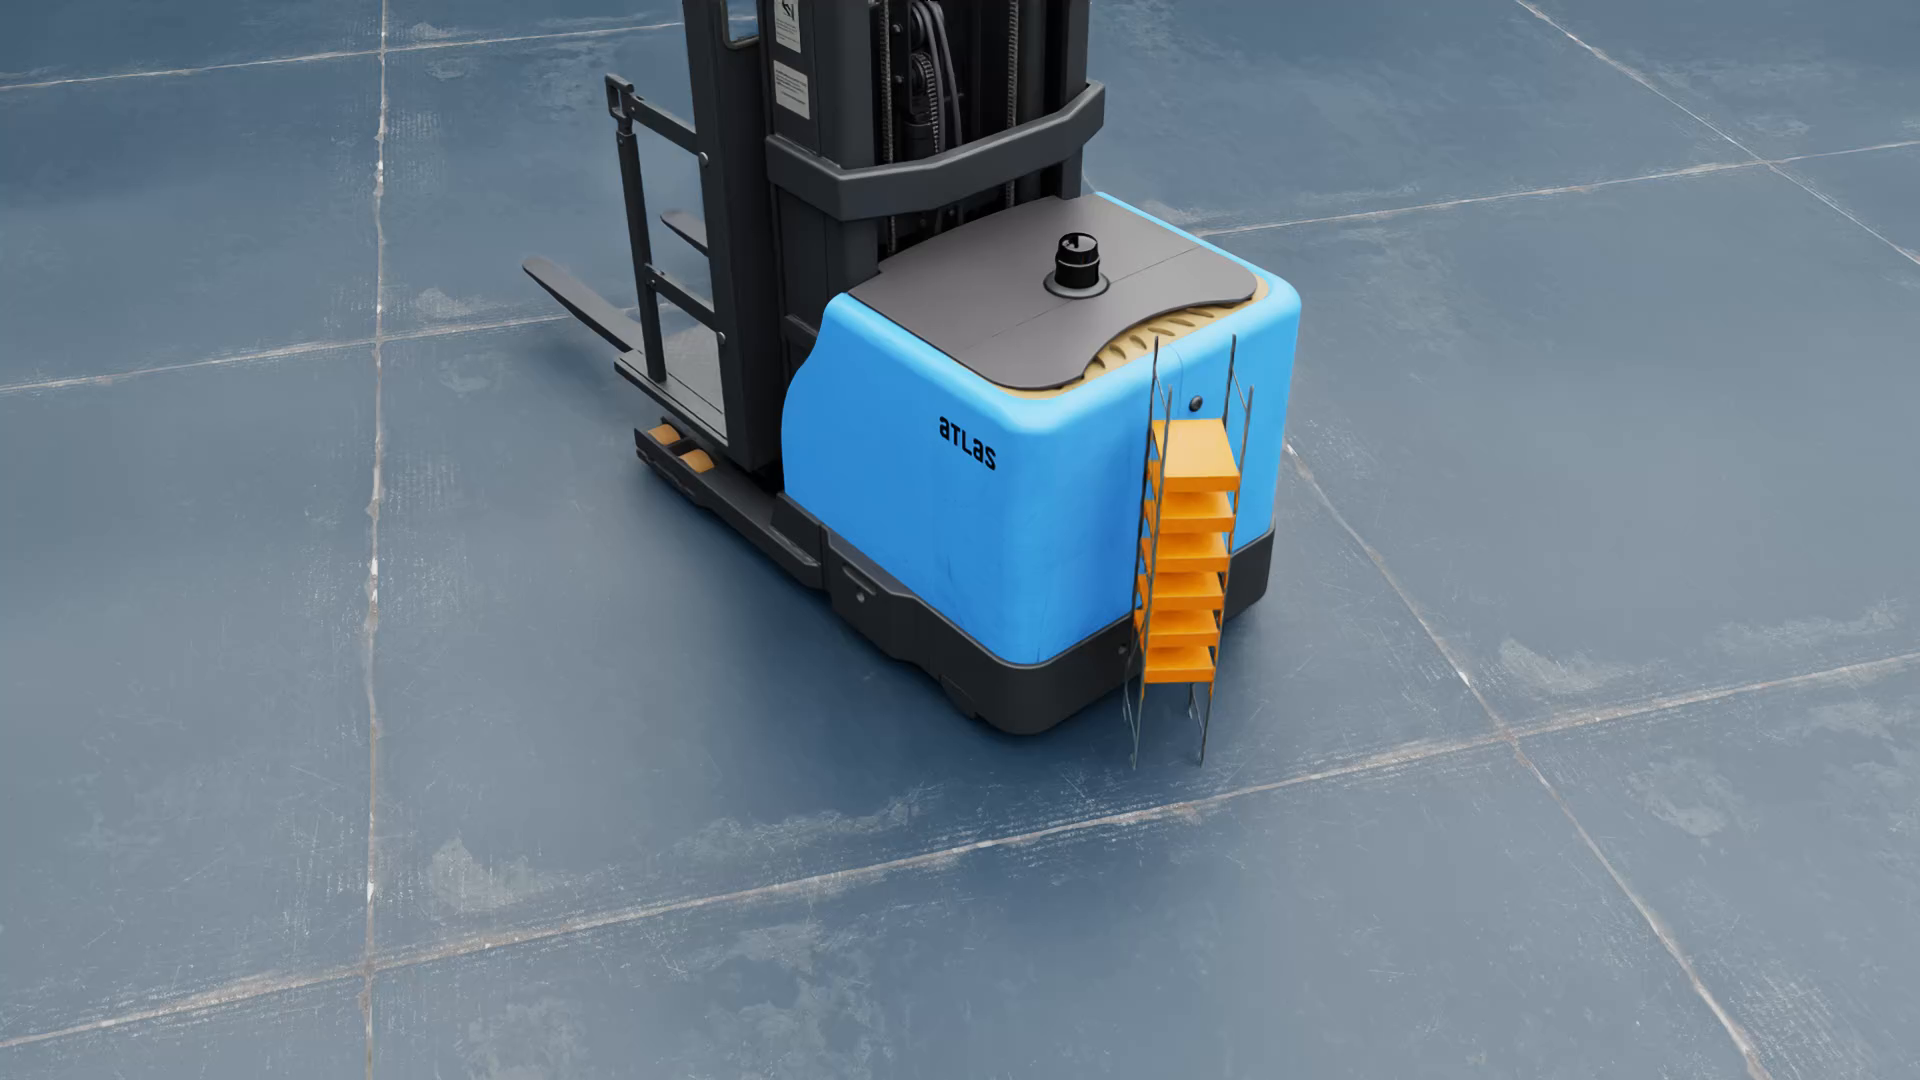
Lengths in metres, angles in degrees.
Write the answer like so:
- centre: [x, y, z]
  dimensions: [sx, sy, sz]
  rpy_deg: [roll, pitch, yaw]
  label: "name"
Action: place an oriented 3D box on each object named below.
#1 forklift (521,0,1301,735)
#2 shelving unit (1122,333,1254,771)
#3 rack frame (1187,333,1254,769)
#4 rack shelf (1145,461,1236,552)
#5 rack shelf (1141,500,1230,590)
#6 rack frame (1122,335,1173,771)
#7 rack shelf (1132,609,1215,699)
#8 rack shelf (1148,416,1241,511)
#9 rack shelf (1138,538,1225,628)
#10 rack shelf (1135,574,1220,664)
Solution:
- centre: [-0.420, -1.466, 4.754]
  dimensions: [1.130, 2.935, 3.031]
  rpy_deg: [-27, 45, -31]
  label: "forklift"
- centre: [0.555, 0.065, 4.176]
  dimensions: [0.189, 1.200, 0.258]
  rpy_deg: [-1, 37, -2]
  label: "shelving unit"
- centre: [0.646, 0.063, 4.180]
  dimensions: [0.006, 1.200, 0.240]
  rpy_deg: [-1, 37, -2]
  label: "rack frame"
- centre: [0.556, -0.090, 4.057]
  dimensions: [0.180, 0.103, 0.258]
  rpy_deg: [-1, 37, -2]
  label: "rack shelf"
- centre: [0.555, 0.005, 4.130]
  dimensions: [0.180, 0.103, 0.258]
  rpy_deg: [-1, 37, -2]
  label: "rack shelf"
- centre: [0.464, 0.067, 4.173]
  dimensions: [0.006, 1.200, 0.240]
  rpy_deg: [-1, 37, -2]
  label: "rack frame"
- centre: [0.553, 0.291, 4.349]
  dimensions: [0.180, 0.103, 0.258]
  rpy_deg: [-1, 37, -2]
  label: "rack shelf"
- centre: [0.557, -0.185, 3.984]
  dimensions: [0.180, 0.103, 0.258]
  rpy_deg: [-1, 37, -2]
  label: "rack shelf"
- centre: [0.555, 0.100, 4.203]
  dimensions: [0.180, 0.103, 0.258]
  rpy_deg: [-1, 37, -2]
  label: "rack shelf"
- centre: [0.554, 0.196, 4.276]
  dimensions: [0.180, 0.103, 0.258]
  rpy_deg: [-1, 37, -2]
  label: "rack shelf"
